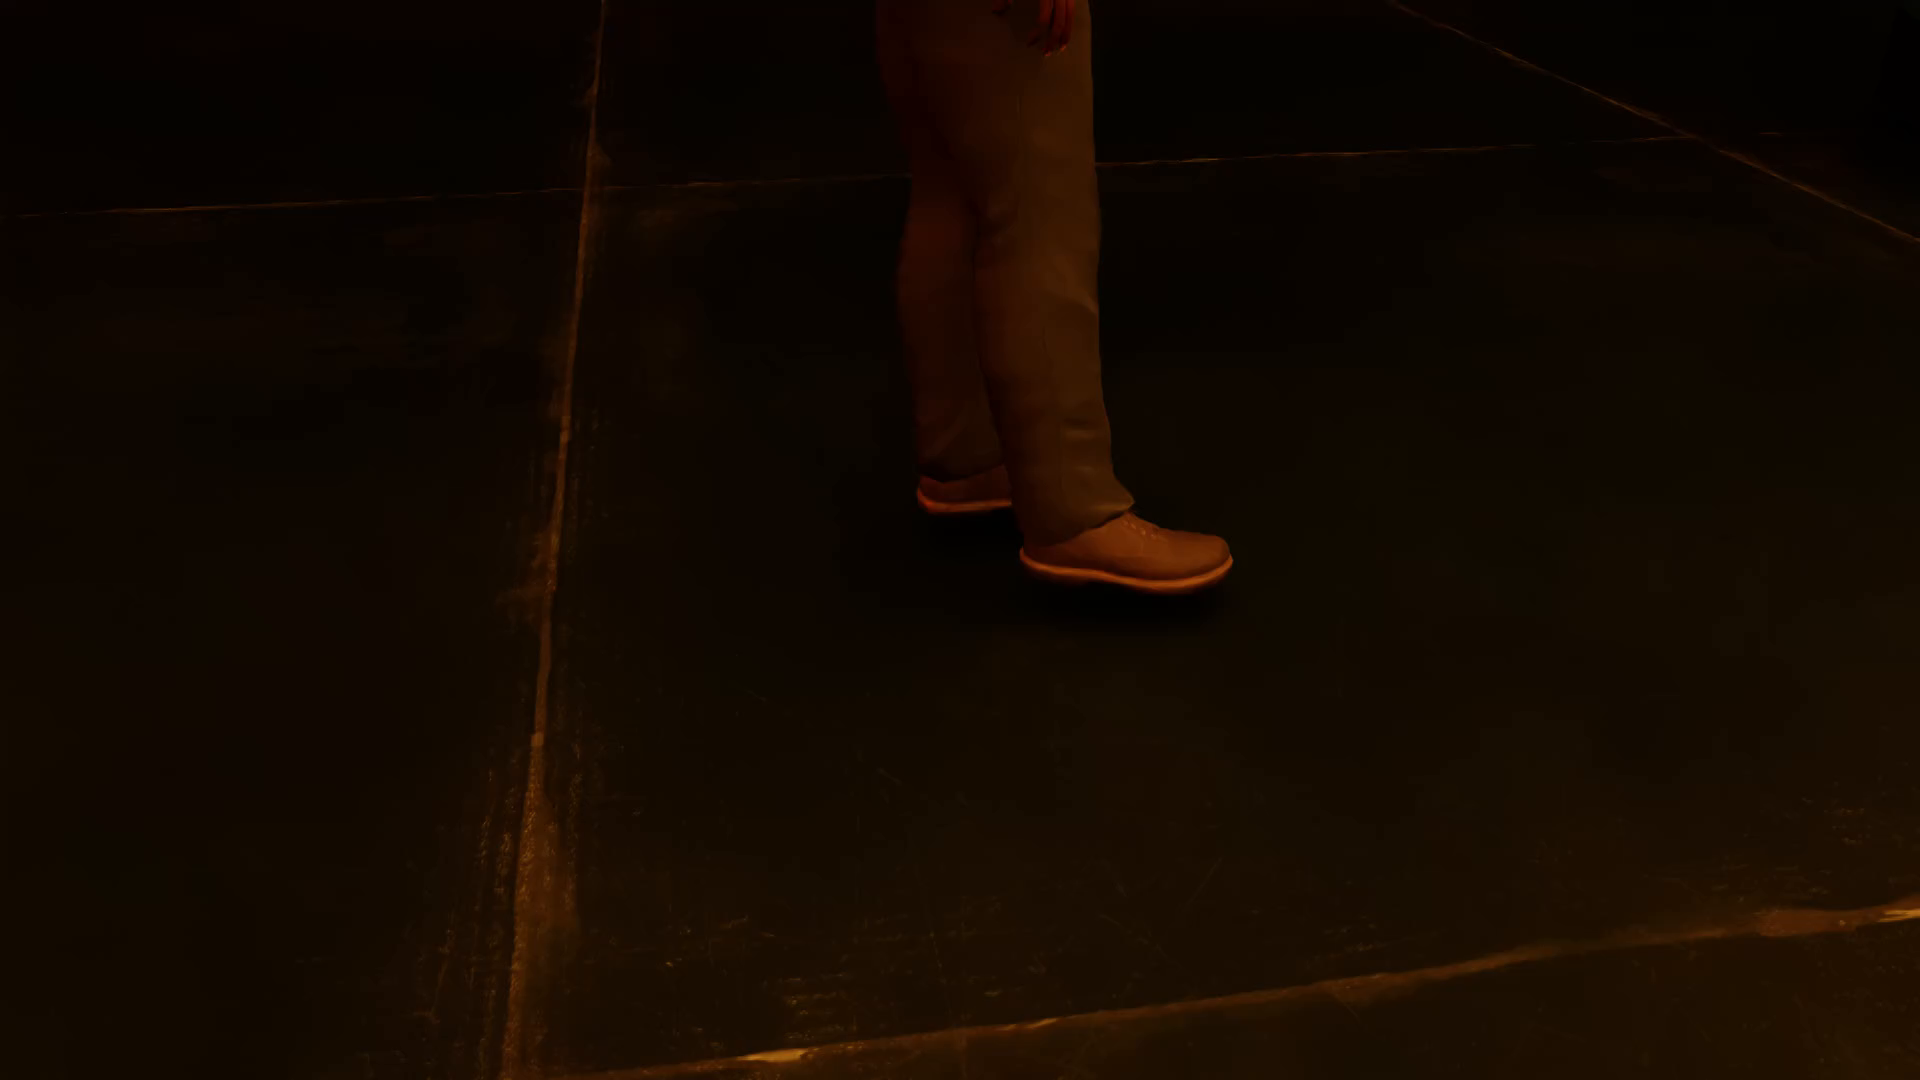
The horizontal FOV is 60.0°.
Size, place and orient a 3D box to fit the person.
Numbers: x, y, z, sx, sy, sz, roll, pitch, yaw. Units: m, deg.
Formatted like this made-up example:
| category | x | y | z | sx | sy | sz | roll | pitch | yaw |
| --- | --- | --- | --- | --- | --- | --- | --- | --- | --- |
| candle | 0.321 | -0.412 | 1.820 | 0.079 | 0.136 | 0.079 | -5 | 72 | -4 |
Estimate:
| category | x | y | z | sx | sy | sz | roll | pitch | yaw |
| --- | --- | --- | --- | --- | --- | --- | --- | --- | --- |
| person | 0.089 | -0.770 | 2.086 | 0.504 | 1.654 | 0.570 | -5 | 28 | -9 |

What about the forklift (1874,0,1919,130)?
| category | x | y | z | sx | sy | sz | roll | pitch | yaw |
| --- | --- | --- | --- | --- | --- | --- | --- | --- | --- |
| forklift | 4.011 | -2.168 | 3.459 | 3.031 | 2.935 | 1.130 | 5 | 28 | 9 |
